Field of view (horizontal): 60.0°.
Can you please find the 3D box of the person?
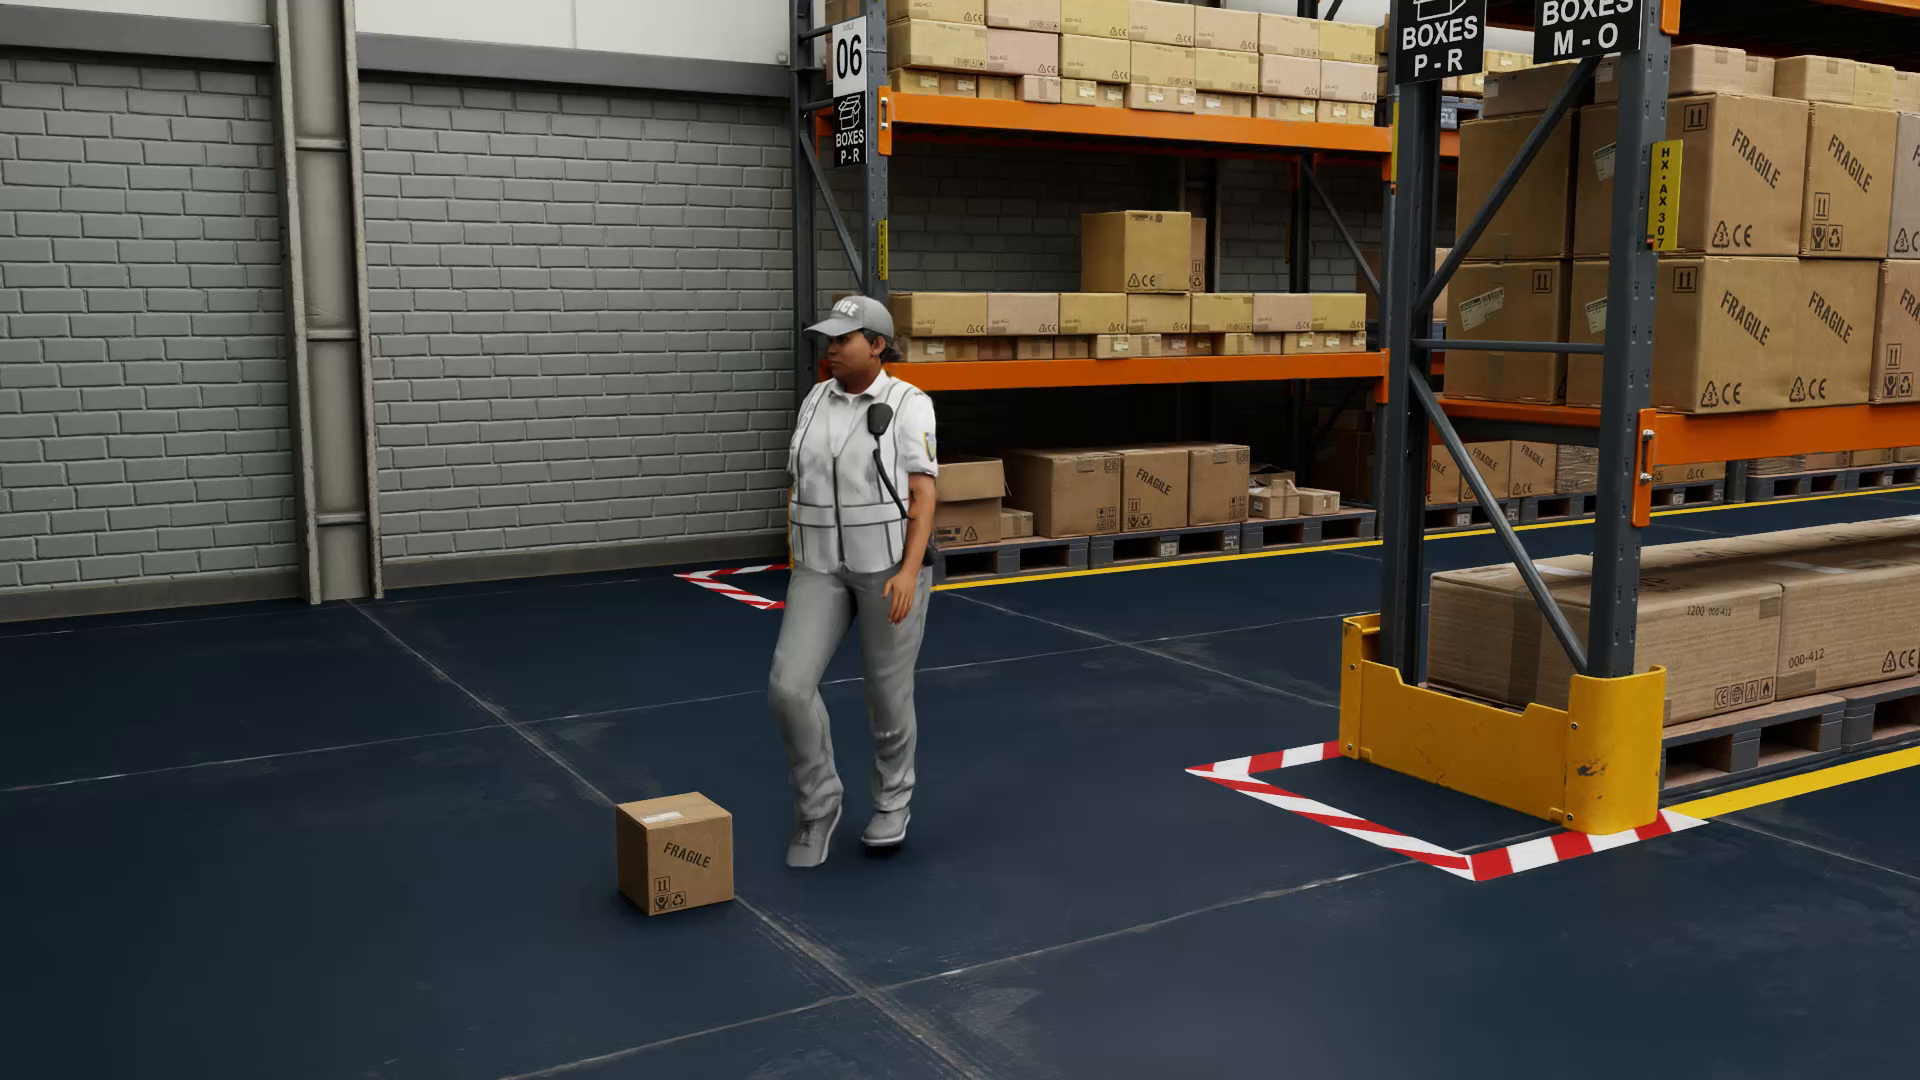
[{"bbox_3d":[-0.306,0.144,4.960,0.493,1.730,0.465,2,9,15],"label":"person"}]
